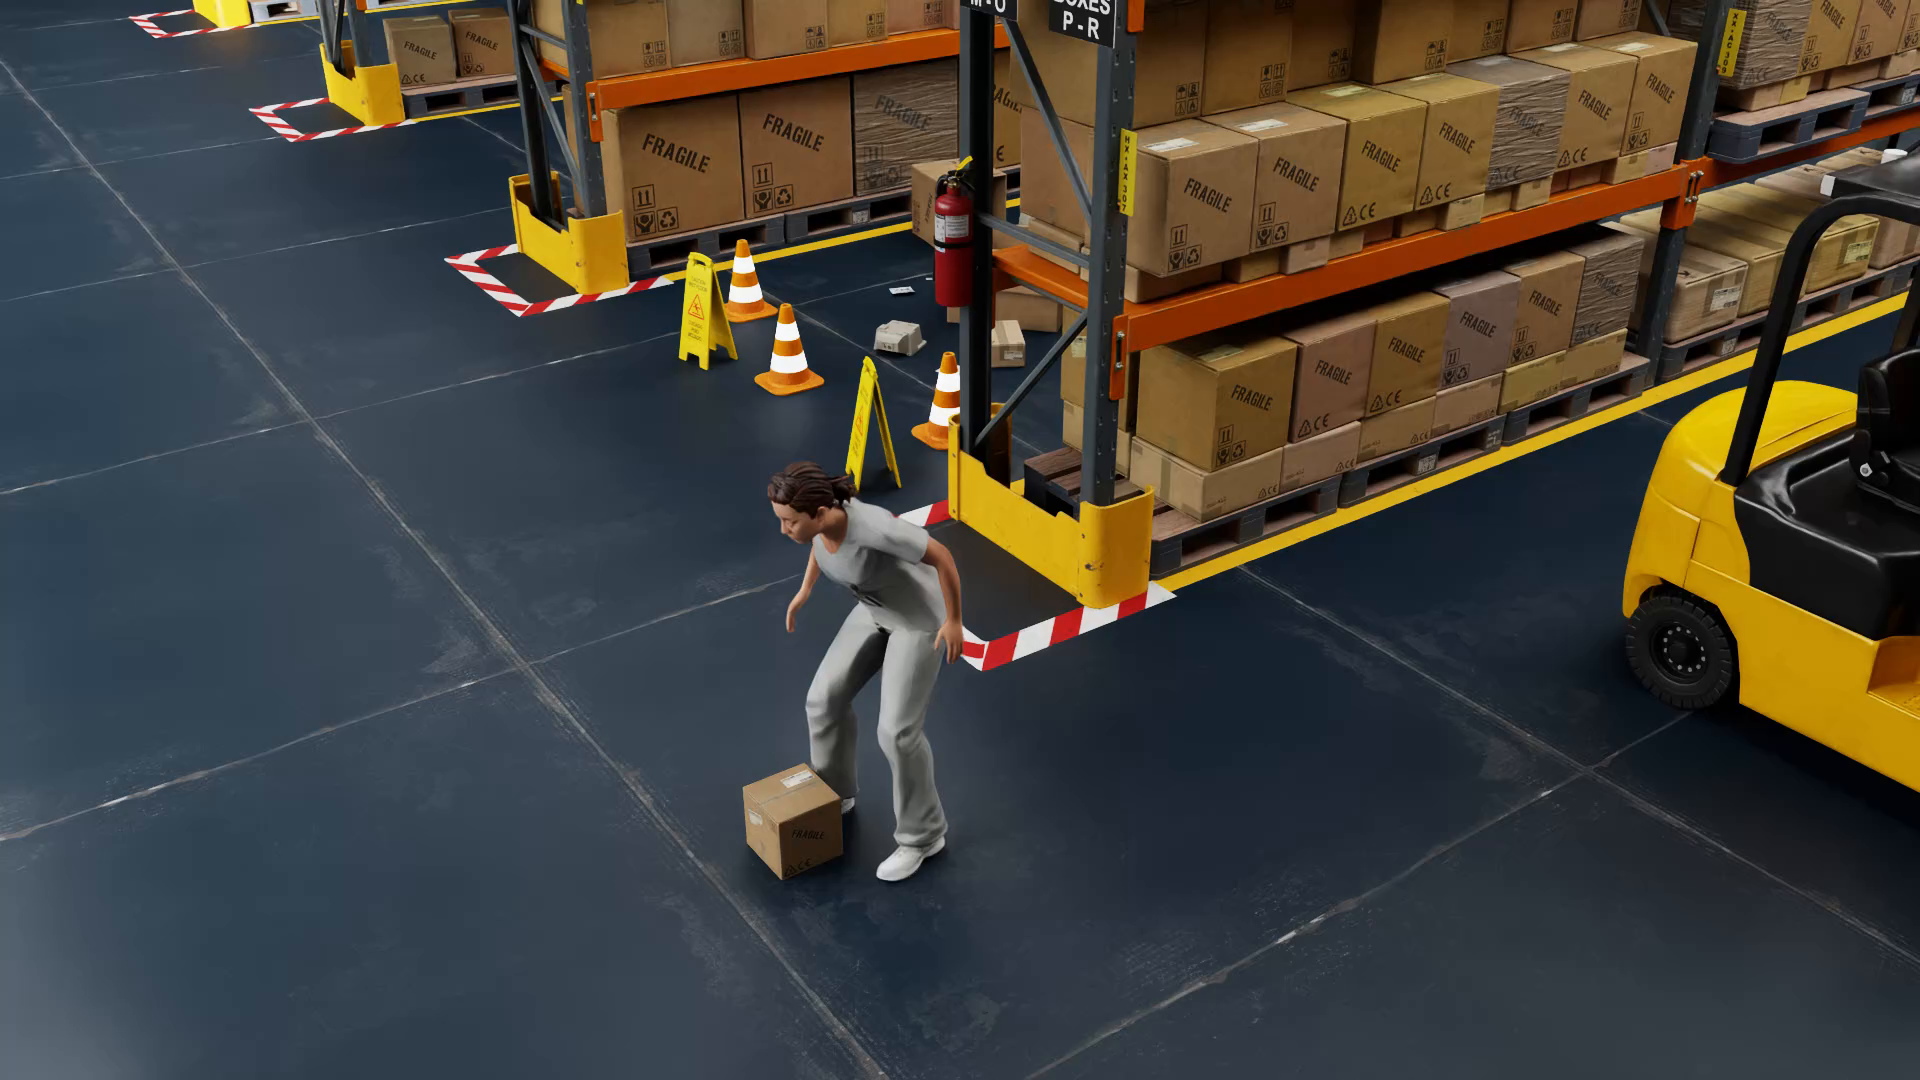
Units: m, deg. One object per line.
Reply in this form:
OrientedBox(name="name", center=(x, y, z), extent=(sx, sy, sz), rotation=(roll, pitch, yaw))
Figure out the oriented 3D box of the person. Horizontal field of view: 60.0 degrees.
OrientedBox(name="person", center=(-0.322, 0.363, 5.654), extent=(0.626, 1.499, 0.651), rotation=(-24, 37, -37))
